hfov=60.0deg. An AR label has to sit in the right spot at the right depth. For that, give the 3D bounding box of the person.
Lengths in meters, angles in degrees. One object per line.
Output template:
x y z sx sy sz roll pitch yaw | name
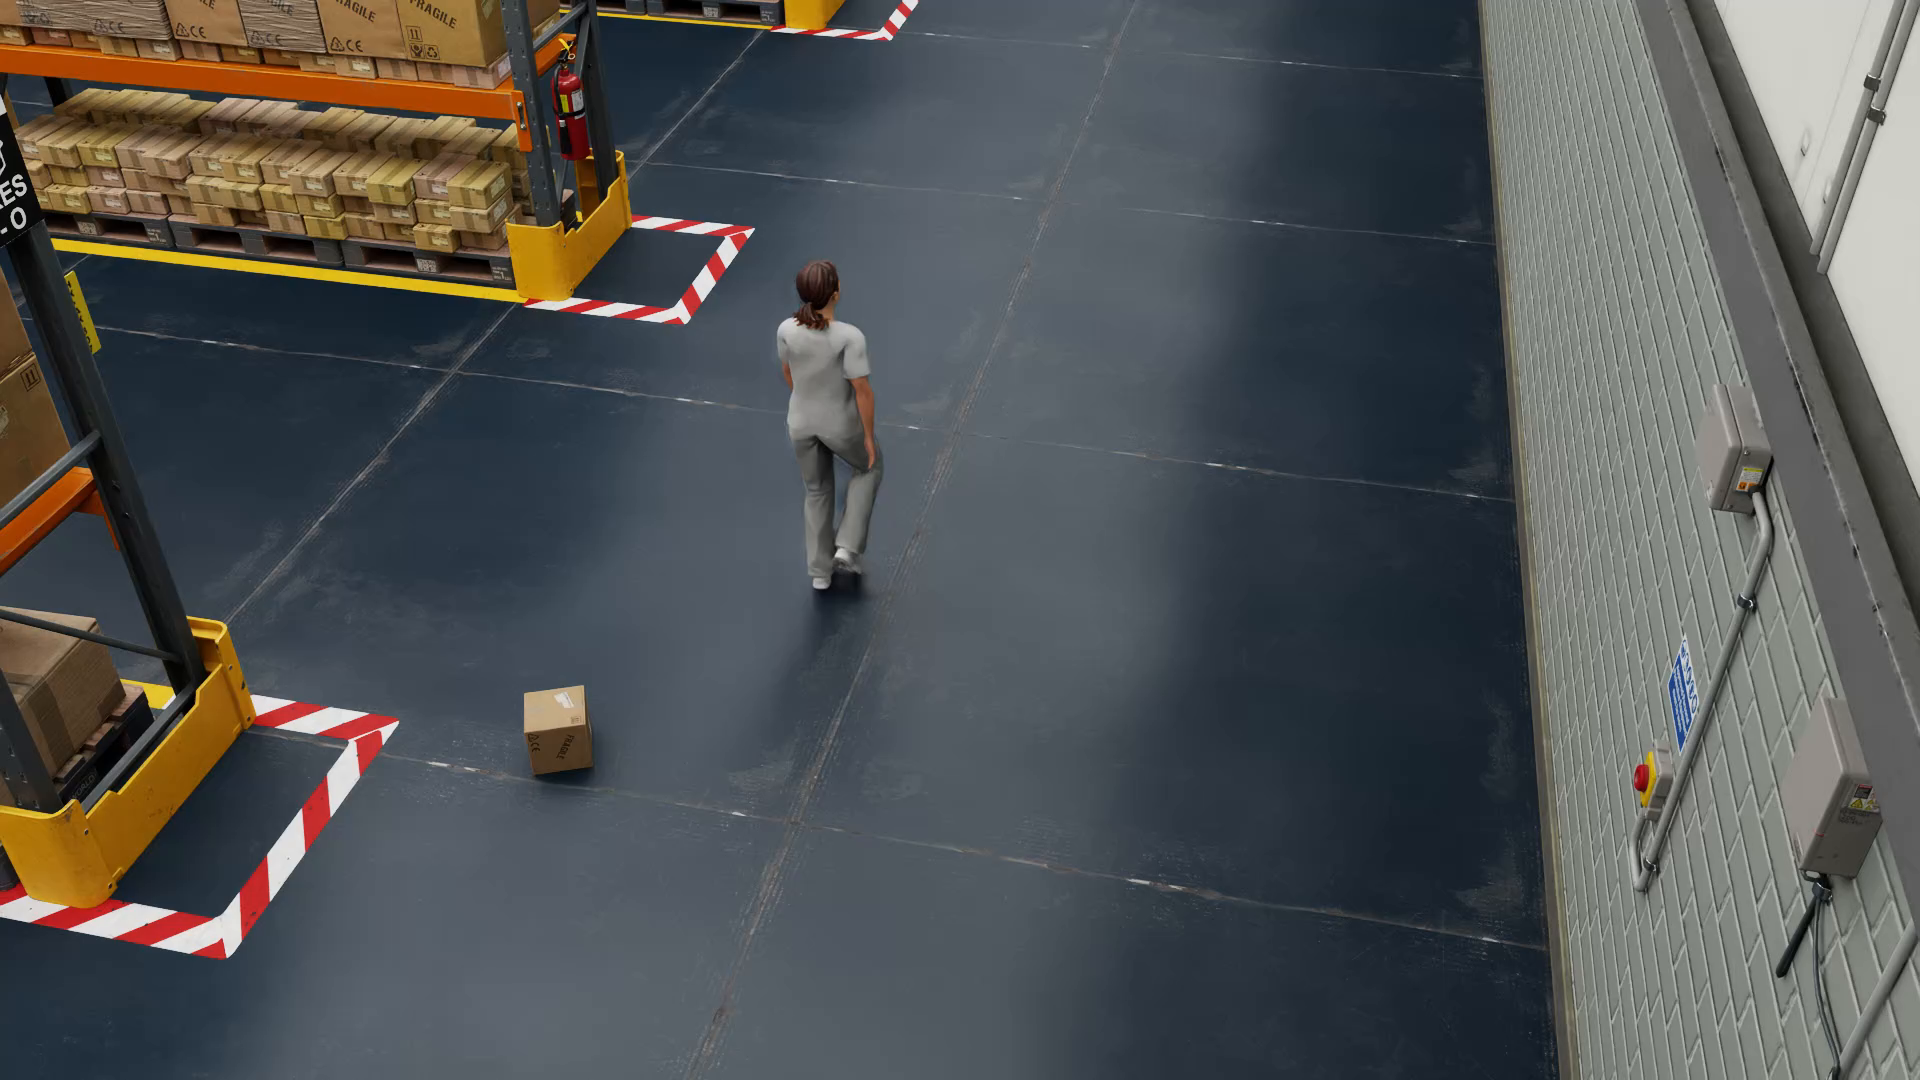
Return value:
-0.583 -0.528 7.664 0.493 1.685 0.449 10 38 13 | person
